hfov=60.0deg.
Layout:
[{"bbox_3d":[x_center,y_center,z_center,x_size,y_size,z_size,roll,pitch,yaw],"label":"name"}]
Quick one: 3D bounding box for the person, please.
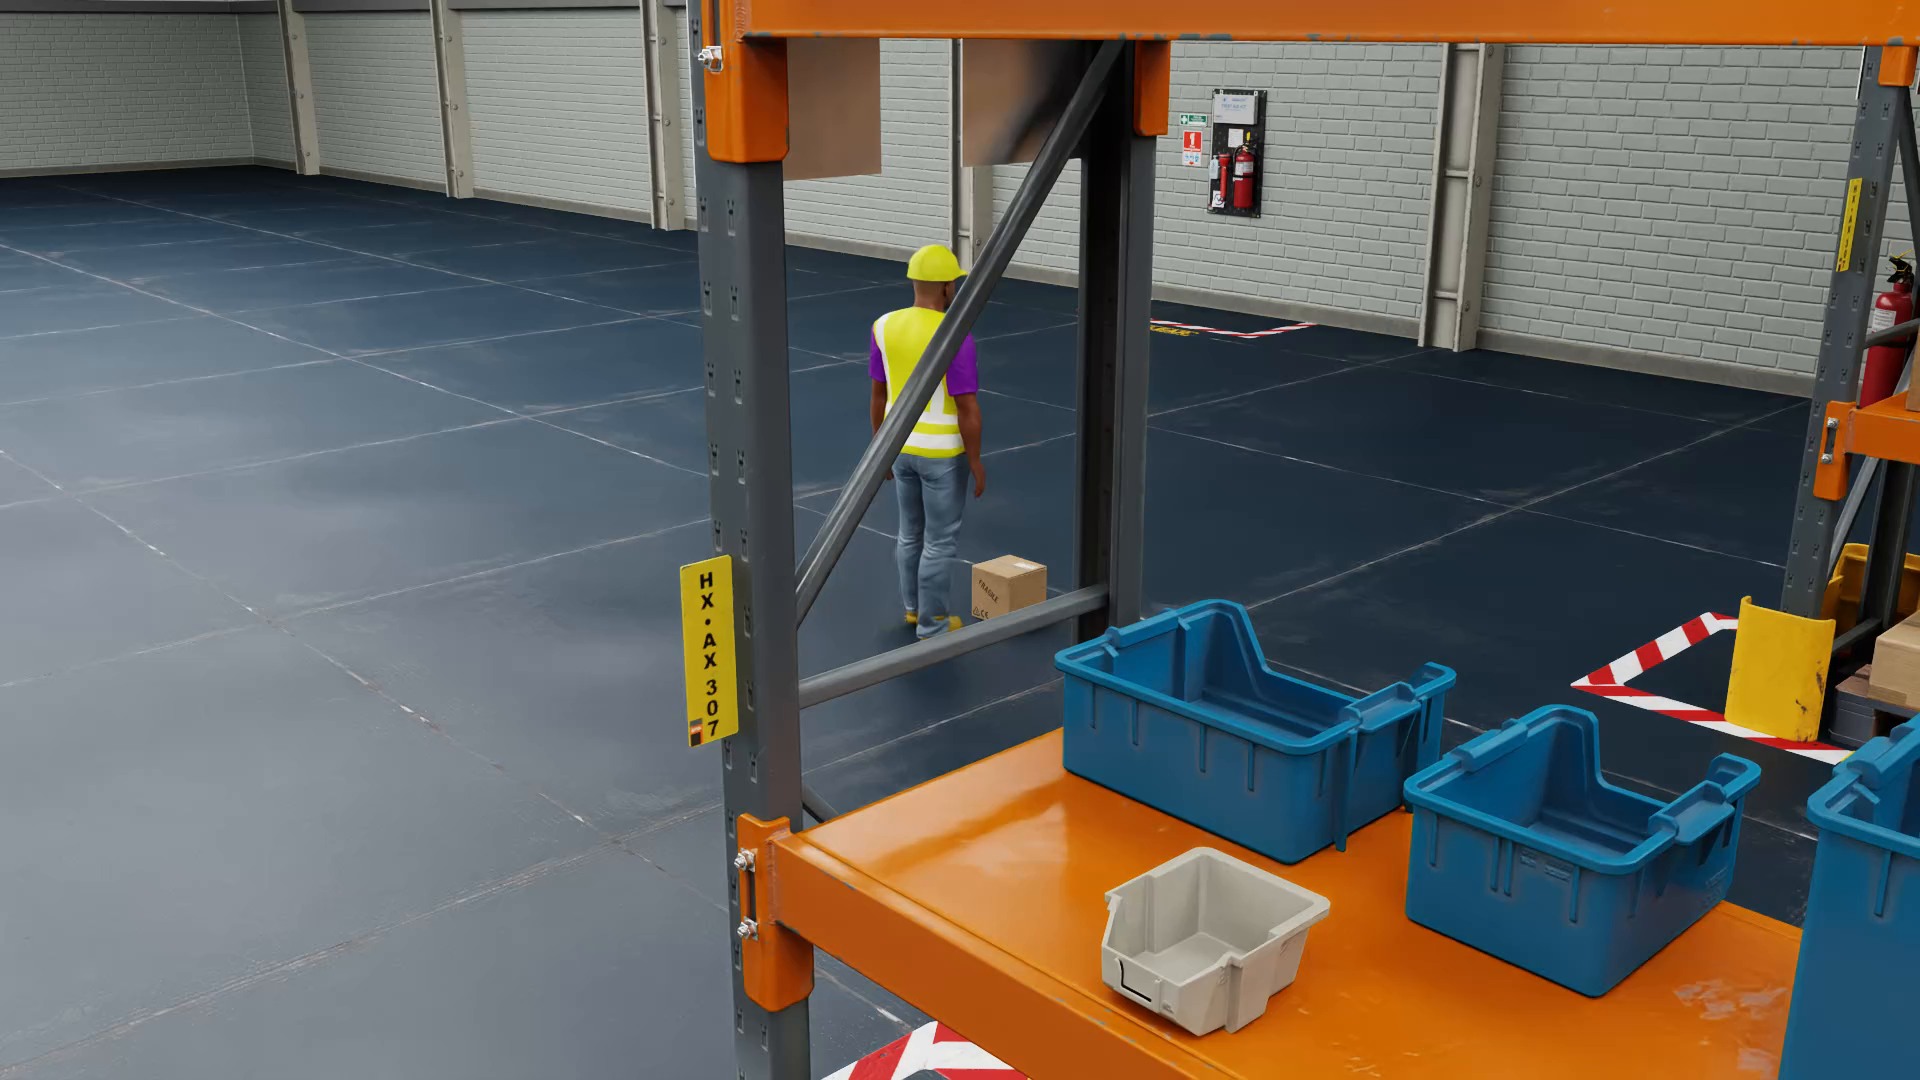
[{"bbox_3d":[-0.066,-0.417,7.325,0.583,1.774,0.548,13,21,36],"label":"person"}]
